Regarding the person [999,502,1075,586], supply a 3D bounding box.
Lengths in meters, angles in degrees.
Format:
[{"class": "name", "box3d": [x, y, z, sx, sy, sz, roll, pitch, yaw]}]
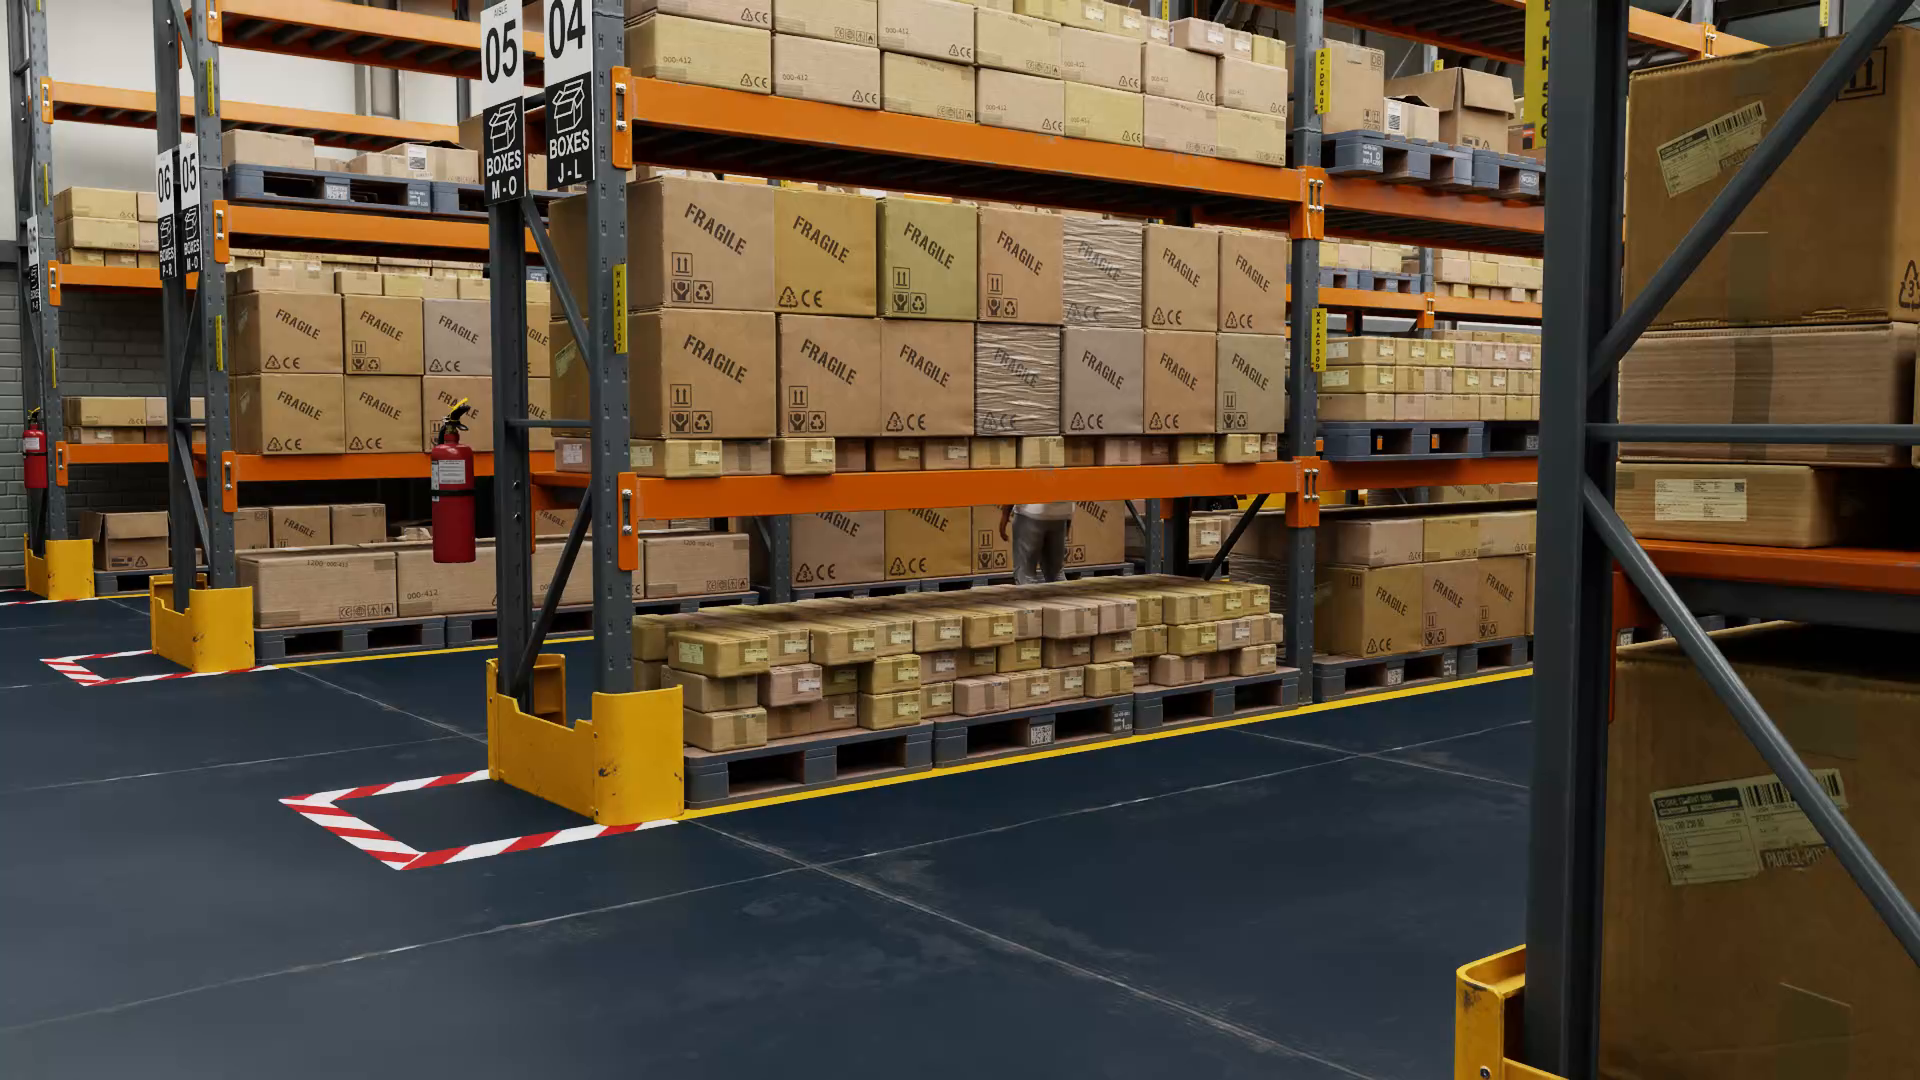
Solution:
[{"class": "person", "box3d": [0.524, -0.168, 11.150, 0.626, 1.758, 0.457, -3, 5, -39]}]
